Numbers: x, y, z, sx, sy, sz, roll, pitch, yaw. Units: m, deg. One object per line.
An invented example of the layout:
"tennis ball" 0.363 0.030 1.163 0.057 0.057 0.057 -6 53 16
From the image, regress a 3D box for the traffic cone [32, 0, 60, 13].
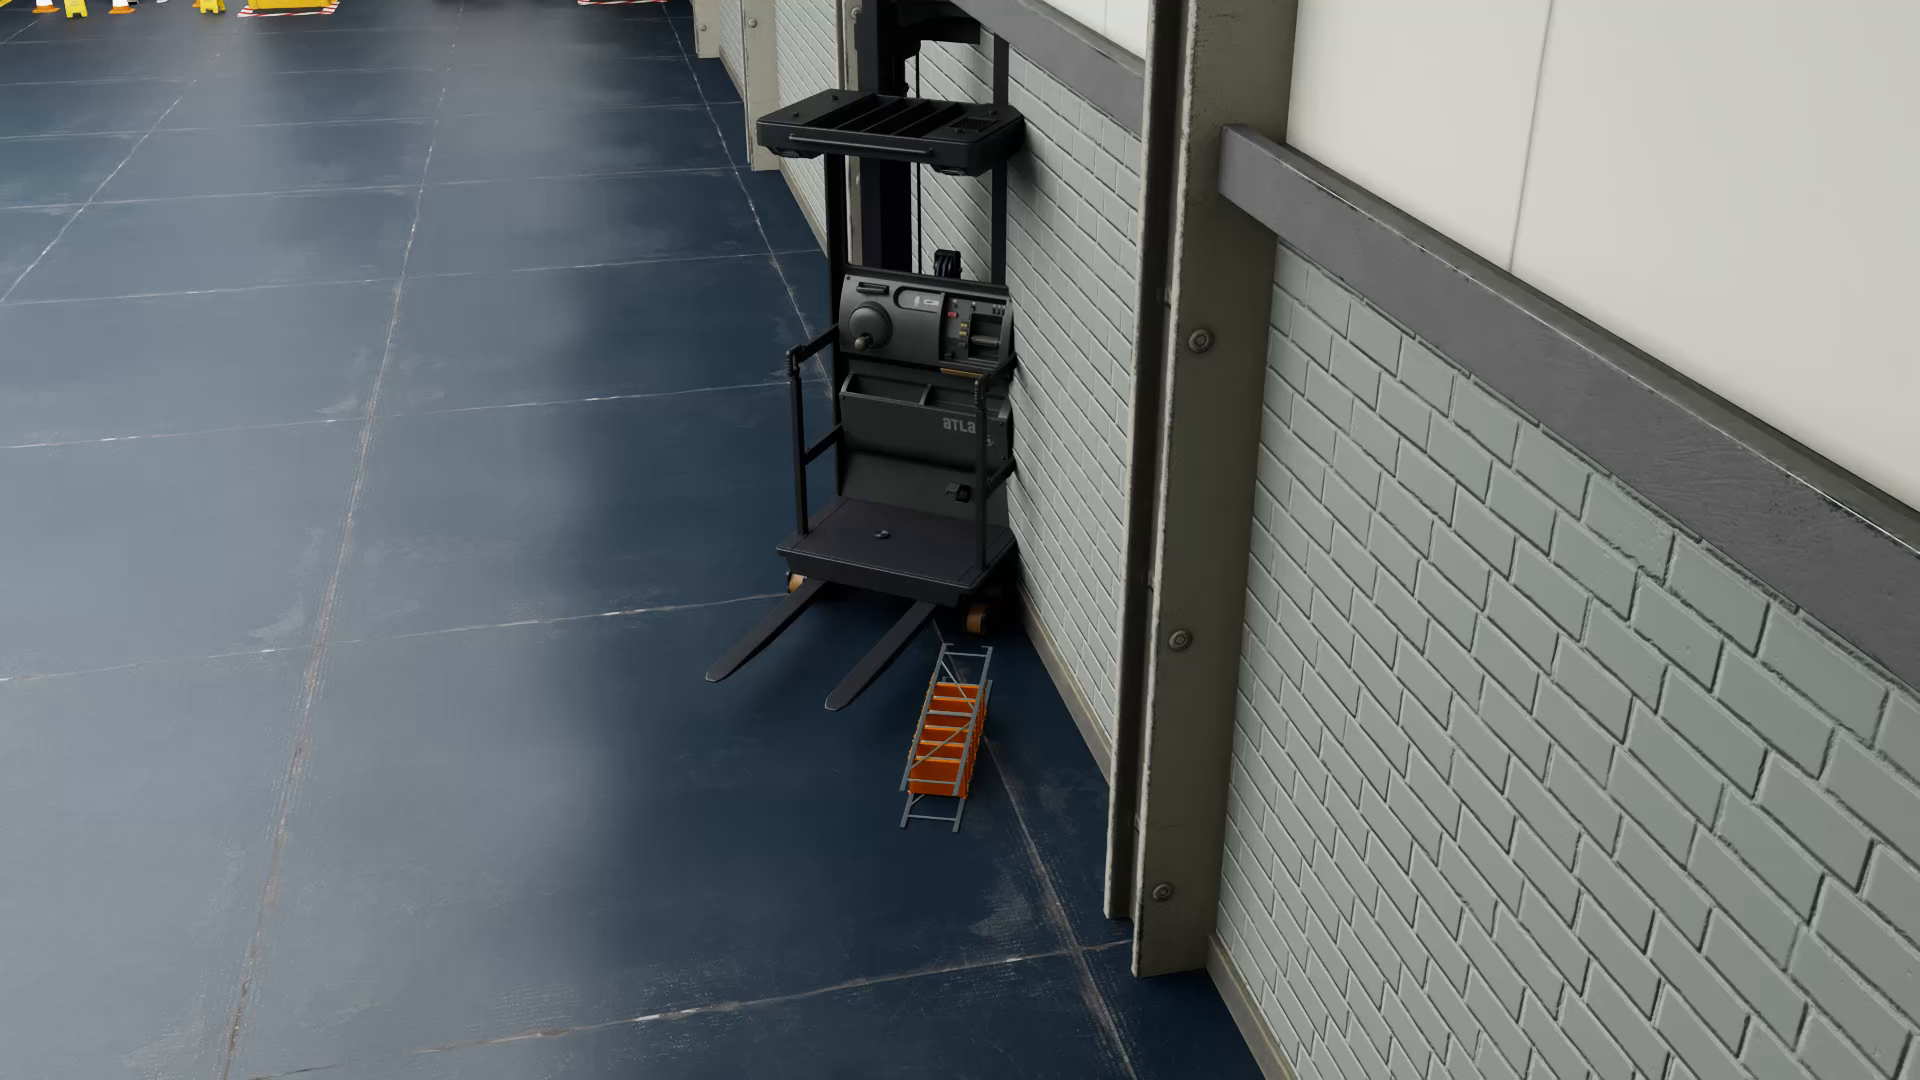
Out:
"traffic cone" -13.753 -8.171 24.925 0.336 0.463 0.334 -6 27 -12

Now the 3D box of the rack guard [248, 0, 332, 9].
"rack guard" -10.234 -8.391 25.319 1.175 0.500 0.348 -6 27 -12

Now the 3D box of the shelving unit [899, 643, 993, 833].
"shelving unit" -0.046 0.848 7.356 0.258 0.189 1.200 4 27 7

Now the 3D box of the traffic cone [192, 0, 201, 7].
"traffic cone" -11.571 -8.399 25.376 0.336 0.463 0.334 -6 27 -12

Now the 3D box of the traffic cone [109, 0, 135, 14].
"traffic cone" -12.576 -8.137 24.857 0.336 0.463 0.334 -6 27 -12

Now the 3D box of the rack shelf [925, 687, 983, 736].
"rack shelf" -0.023 0.774 7.501 0.258 0.180 0.103 4 27 7

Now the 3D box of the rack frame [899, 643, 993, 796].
"rack frame" -0.046 0.766 7.314 0.240 0.006 1.200 4 27 7

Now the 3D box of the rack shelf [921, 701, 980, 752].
"rack shelf" -0.040 0.828 7.395 0.258 0.180 0.103 4 27 7

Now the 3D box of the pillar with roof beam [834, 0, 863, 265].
"pillar with roof beam" -4.798 -4.715 8.605 9.100 9.000 0.400 -6 27 -12

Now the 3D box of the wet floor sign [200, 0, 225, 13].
"wet floor sign" -11.217 -8.230 24.840 0.267 0.644 0.232 3 27 6

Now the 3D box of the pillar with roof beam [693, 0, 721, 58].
"pillar with roof beam" -7.503 -9.983 19.042 9.100 9.000 0.400 -6 27 -12

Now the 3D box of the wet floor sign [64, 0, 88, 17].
"wet floor sign" -13.081 -8.064 24.510 0.267 0.644 0.232 -11 29 -20

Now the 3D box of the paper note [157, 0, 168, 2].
"paper note" -12.369 -8.361 25.780 0.148 0.019 0.142 -16 31 -29

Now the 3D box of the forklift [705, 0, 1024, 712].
"forklift" -0.249 -1.048 8.073 1.130 2.935 3.031 11 29 21

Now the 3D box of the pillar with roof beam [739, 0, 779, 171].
"pillar with roof beam" -6.151 -7.349 13.823 9.100 9.000 0.400 -6 27 -12

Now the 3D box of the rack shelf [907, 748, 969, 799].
"rack shelf" -0.090 0.988 7.077 0.258 0.180 0.103 4 27 7

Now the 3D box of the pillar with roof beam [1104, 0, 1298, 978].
"pillar with roof beam" -3.446 -2.081 3.386 9.100 9.000 0.400 -6 27 -12

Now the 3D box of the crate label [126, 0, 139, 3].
"crate label" -12.813 -8.330 25.602 0.250 0.136 0.298 -23 35 -38

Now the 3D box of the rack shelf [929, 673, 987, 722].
"rack shelf" -0.006 0.721 7.607 0.258 0.180 0.103 4 27 7

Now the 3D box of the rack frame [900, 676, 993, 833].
"rack frame" -0.046 0.929 7.397 0.240 0.006 1.200 4 27 7

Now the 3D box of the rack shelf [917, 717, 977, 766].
"rack shelf" -0.056 0.881 7.289 0.258 0.180 0.103 4 27 7

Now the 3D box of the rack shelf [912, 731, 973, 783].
"rack shelf" -0.073 0.935 7.183 0.258 0.180 0.103 4 27 7
